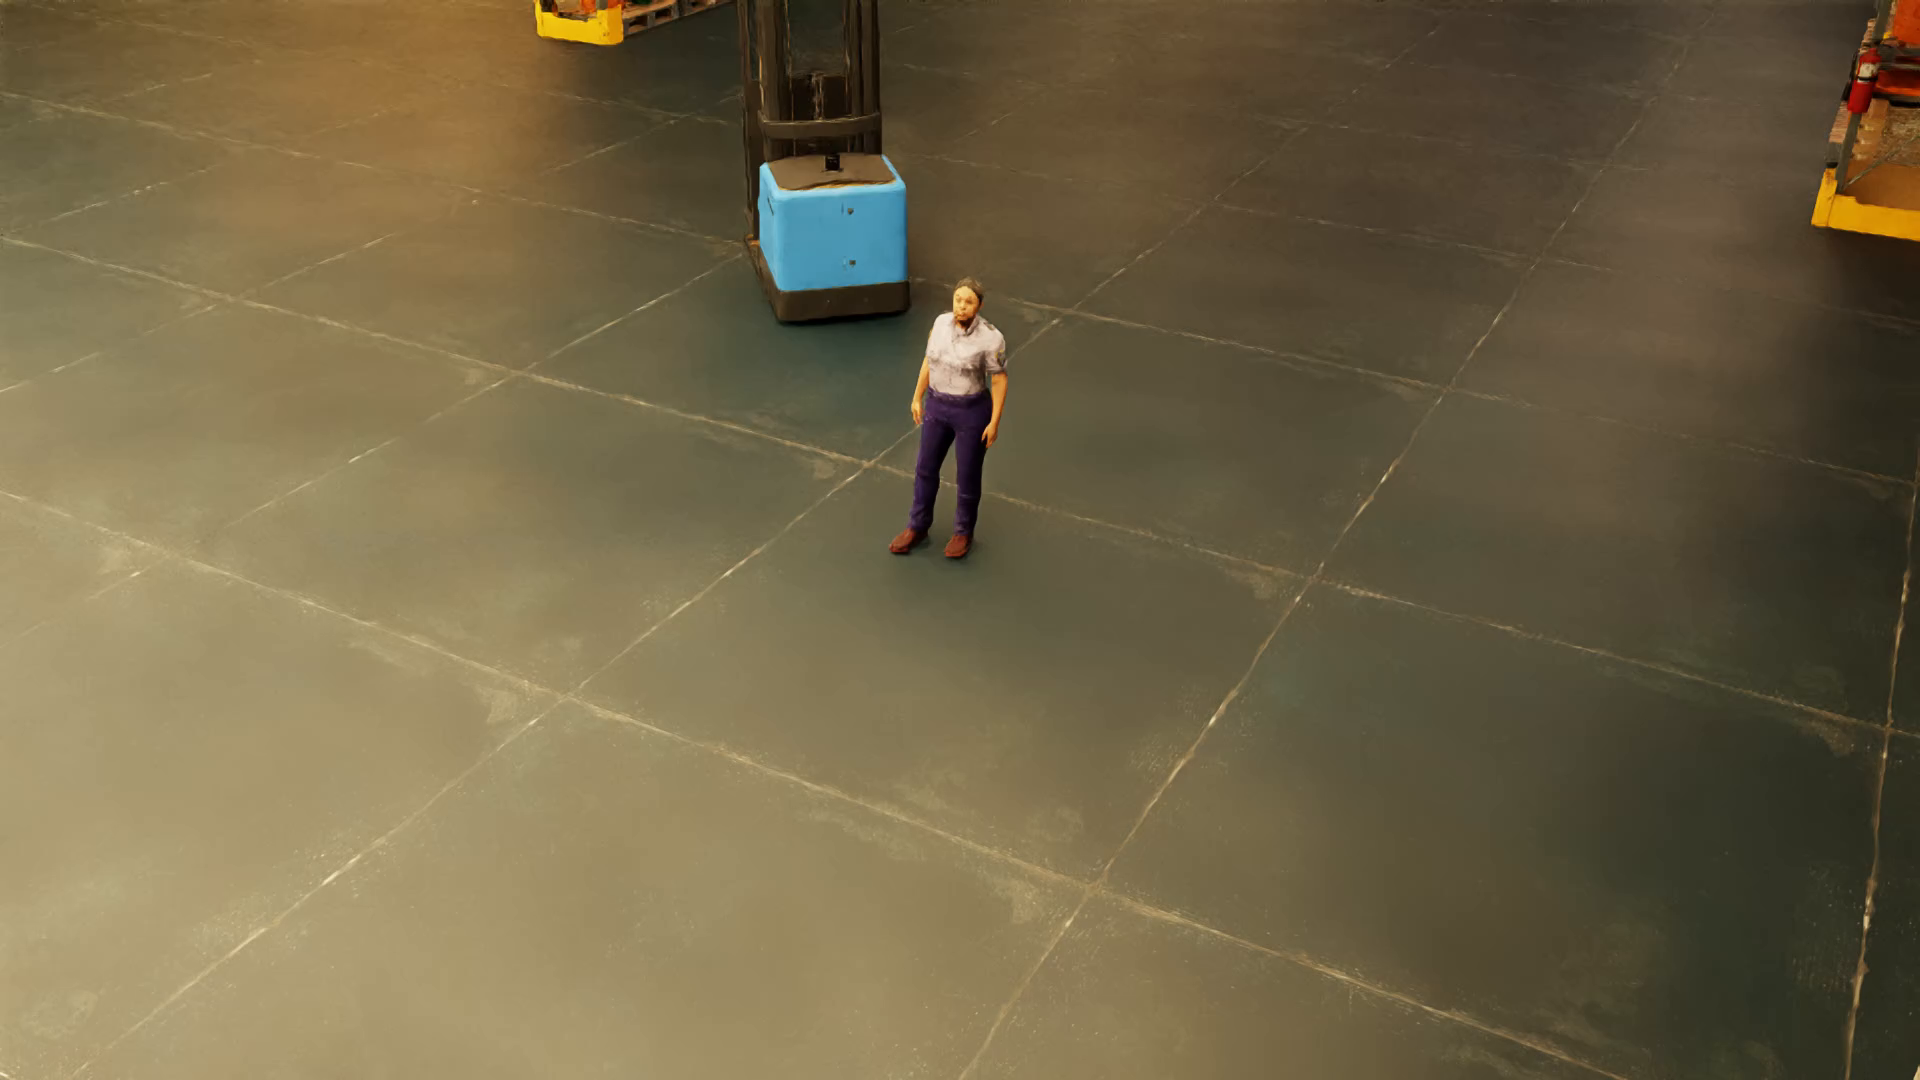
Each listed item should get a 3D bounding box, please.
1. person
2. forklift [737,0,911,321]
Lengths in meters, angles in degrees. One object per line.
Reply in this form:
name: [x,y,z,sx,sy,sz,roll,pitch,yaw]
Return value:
person: [-0.063,-0.686,9.529,0.599,1.650,0.502,15,33,25]
forklift: [-1.236,-3.678,13.443,1.130,2.935,3.031,-7,31,-12]
